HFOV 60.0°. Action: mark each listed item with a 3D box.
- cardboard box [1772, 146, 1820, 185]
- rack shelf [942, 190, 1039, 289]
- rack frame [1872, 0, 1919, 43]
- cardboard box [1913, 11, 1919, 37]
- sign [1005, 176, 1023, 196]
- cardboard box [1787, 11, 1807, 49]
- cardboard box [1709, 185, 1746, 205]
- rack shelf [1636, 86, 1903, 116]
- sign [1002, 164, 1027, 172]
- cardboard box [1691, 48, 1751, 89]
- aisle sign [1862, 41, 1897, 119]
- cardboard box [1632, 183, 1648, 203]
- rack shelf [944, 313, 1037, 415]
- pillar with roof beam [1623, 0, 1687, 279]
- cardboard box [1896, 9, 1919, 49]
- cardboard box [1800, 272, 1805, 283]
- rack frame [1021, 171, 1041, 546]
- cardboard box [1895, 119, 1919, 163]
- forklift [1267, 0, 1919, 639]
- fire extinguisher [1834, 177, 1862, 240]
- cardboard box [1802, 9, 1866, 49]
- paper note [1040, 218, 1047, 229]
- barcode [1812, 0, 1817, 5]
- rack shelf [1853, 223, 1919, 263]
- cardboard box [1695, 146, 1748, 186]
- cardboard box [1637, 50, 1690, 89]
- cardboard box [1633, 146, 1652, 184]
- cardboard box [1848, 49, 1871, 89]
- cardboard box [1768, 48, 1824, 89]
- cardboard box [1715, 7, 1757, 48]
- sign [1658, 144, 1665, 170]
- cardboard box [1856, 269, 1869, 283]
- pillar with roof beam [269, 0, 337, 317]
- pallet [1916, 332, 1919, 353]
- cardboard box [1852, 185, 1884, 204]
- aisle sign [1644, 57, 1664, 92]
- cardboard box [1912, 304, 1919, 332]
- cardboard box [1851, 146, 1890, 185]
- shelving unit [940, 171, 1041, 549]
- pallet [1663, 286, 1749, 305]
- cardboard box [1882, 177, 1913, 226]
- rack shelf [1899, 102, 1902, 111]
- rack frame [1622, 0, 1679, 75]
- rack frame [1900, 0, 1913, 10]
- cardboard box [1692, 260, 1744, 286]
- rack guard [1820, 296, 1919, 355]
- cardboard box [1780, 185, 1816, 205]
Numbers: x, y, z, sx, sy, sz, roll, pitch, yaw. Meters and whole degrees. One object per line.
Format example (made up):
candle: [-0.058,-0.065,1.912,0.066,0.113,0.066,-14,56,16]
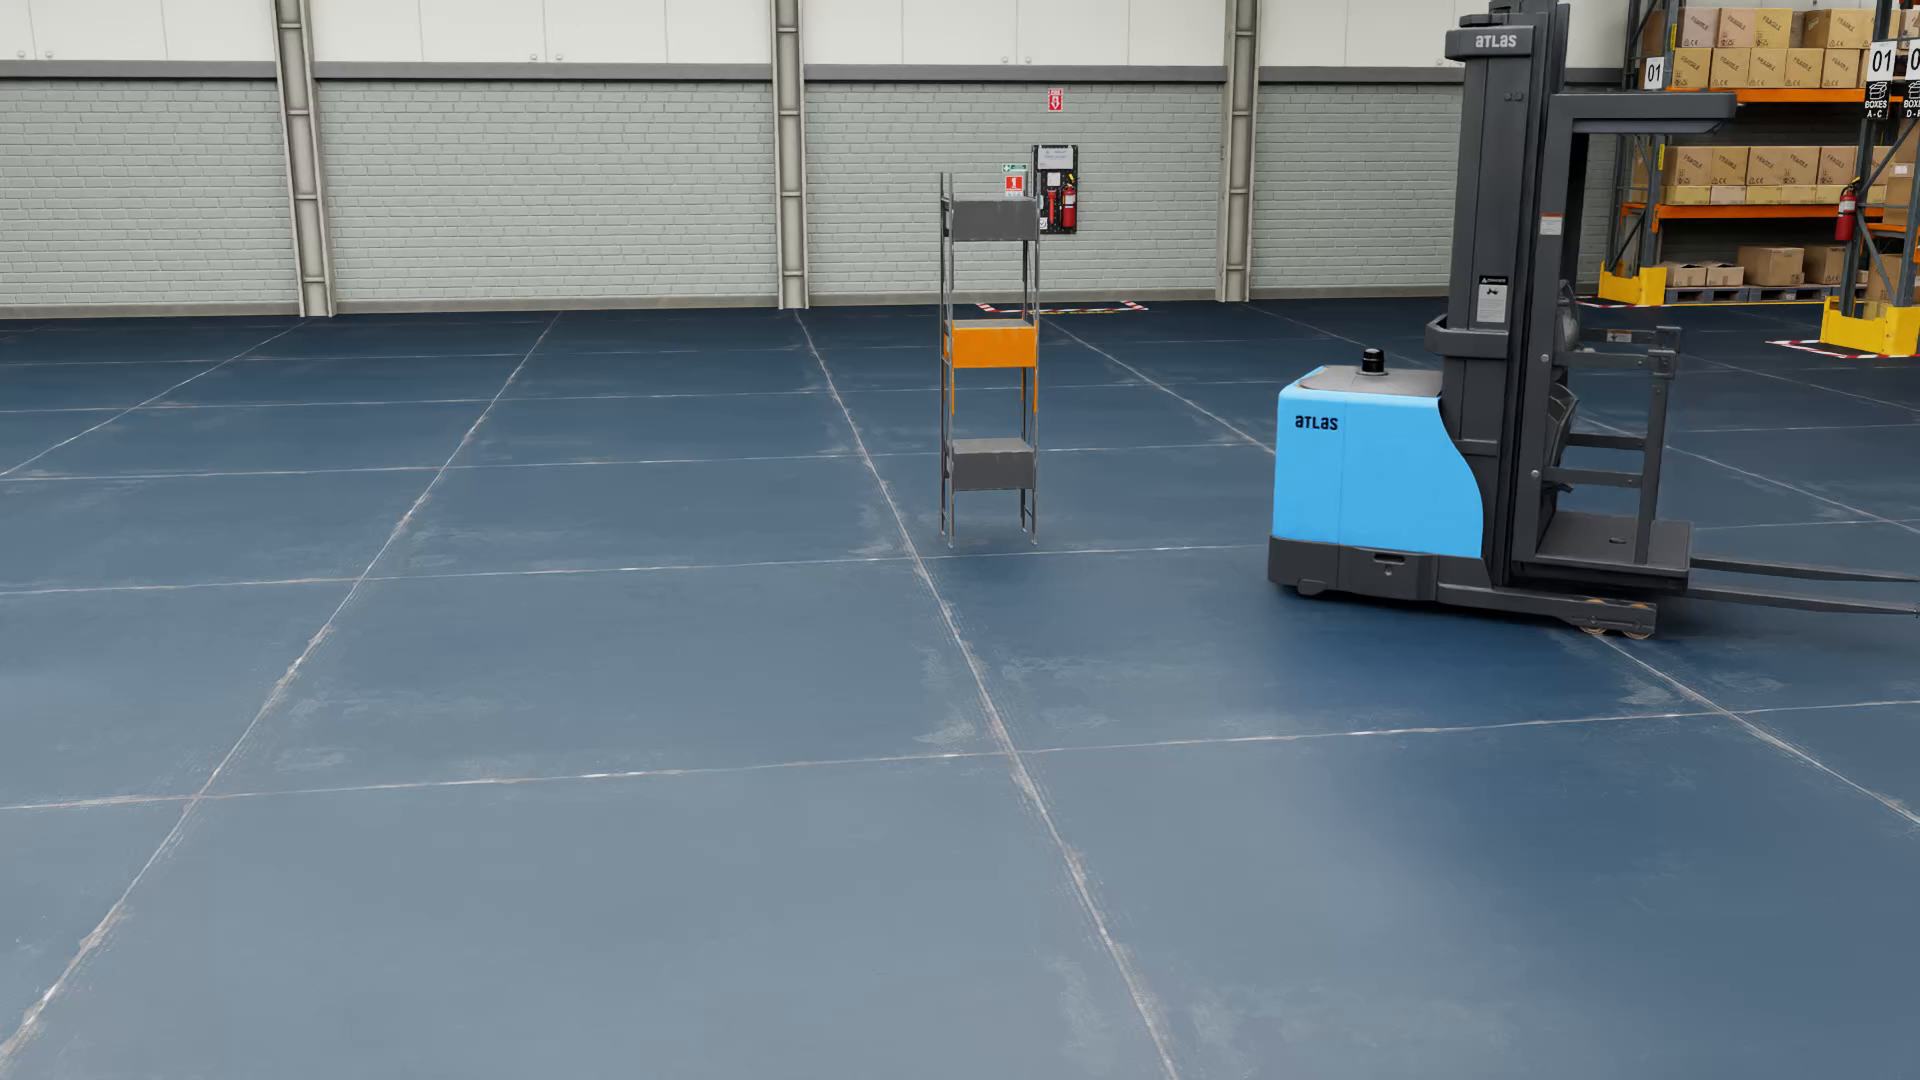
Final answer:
cardboard box: [11.130,-5.028,22.328,0.500,0.500,0.500,-2,14,-7]
rack shelf: [0.164,-1.690,9.323,0.480,0.518,0.431,-2,14,-8]
rack frame: [9.844,-6.446,16.926,0.127,3.000,1.000,-2,14,-8]
cardboard box: [10.413,-5.333,17.289,0.637,0.503,0.797,-1,14,-4]
sign: [0.721,-4.685,22.164,0.234,0.329,0.001,-2,14,-8]
cardboard box: [11.017,-6.856,22.423,0.500,0.500,0.500,-2,14,-8]
cardboard box: [10.143,-4.628,22.277,0.500,0.250,0.500,-3,14,-10]
rack shelf: [11.080,-5.906,22.418,4.000,0.370,1.077,-2,14,-8]
sign: [0.727,-4.940,22.092,0.331,0.109,0.001,-2,14,-8]
cardboard box: [10.007,-6.204,21.879,0.500,0.500,0.500,-1,14,-5]
aisle sign: [9.735,-4.865,17.612,0.004,0.787,0.394,-2,14,-8]
cardboard box: [9.536,-4.728,22.676,0.500,0.250,0.500,-2,14,-7]
rack shelf: [0.164,-1.011,9.494,0.480,0.518,0.431,-2,14,-8]
pillar with roof beam: [10.307,-6.835,18.478,0.400,9.000,9.100,-2,14,-8]
cardboard box: [12.603,-6.787,22.151,0.500,0.500,0.500,-3,14,-13]
cardboard box: [11.473,-3.650,23.066,0.250,0.149,0.380,-3,14,-13]
rack frame: [0.405,-1.033,9.526,0.015,2.100,0.400,-2,14,-8]
cardboard box: [10.360,-4.230,17.548,0.500,0.500,0.700,-2,14,-8]
forklift: [3.156,-1.100,8.082,3.031,2.935,1.130,6,15,23]
fire extinguisher: [9.658,-3.606,18.093,0.183,0.674,0.296,-2,14,-8]
cardboard box: [11.547,-6.743,21.976,0.500,0.500,0.500,-3,14,-10]
paper note: [1.098,-4.246,22.297,0.142,0.148,0.016,-2,14,-8]
barcode: [11.619,-7.302,22.600,0.075,0.075,0.001,-2,14,-8]
rack shelf: [11.822,-3.260,18.032,4.000,0.370,1.077,-2,14,-8]
cardboard box: [10.109,-4.989,22.173,0.500,0.500,0.500,-2,14,-8]
cardboard box: [9.477,-6.317,22.330,0.500,0.500,0.500,-1,14,-4]
cardboard box: [9.537,-5.096,22.603,0.500,0.500,0.500,-2,14,-9]
cardboard box: [12.093,-6.293,22.234,0.500,0.500,0.500,-3,14,-13]
cardboard box: [11.046,-6.248,22.055,0.500,0.500,0.500,-1,14,-5]
cardboard box: [10.023,-6.687,21.752,0.500,0.500,0.500,-2,14,-9]
sign: [9.183,-5.017,21.781,0.005,0.325,0.100,-2,14,-8]
cardboard box: [12.533,-3.685,23.169,0.250,0.166,0.380,-4,15,-16]
pillar with roof beam: [-7.492,-6.183,15.877,0.400,9.000,9.100,-2,14,-8]
pallet: [10.594,-2.221,18.145,1.213,0.211,1.003,-2,14,-8]
cardboard box: [12.140,-4.703,22.577,0.500,0.250,0.500,-2,14,-8]
aisle sign: [9.076,-5.914,21.792,0.004,0.787,0.394,-2,14,-8]
cardboard box: [10.407,-2.372,17.803,0.500,0.250,0.500,-2,14,-8]
cardboard box: [12.143,-5.062,22.466,0.500,0.500,0.500,-2,14,-9]
shelving unit: [0.164,-1.024,9.490,0.503,2.100,0.431,-2,14,-8]
pallet: [9.986,-3.399,22.840,1.213,0.211,1.003,-2,14,-8]
cardboard box: [10.307,-3.598,17.699,0.500,0.500,0.700,-2,14,-8]
rack shelf: [15.035,-6.051,22.996,4.000,0.370,1.077,-2,14,-8]
rack frame: [9.102,-7.637,21.677,0.127,3.000,1.000,-2,14,-8]
rack frame: [13.058,-7.782,22.255,0.127,3.000,1.000,-2,14,-8]
cardboard box: [10.364,-3.661,22.776,0.500,0.311,0.500,-1,14,-4]
rack guard: [9.820,-2.323,17.956,0.348,0.500,1.175,-2,14,-8]
cardboard box: [11.148,-4.663,22.416,0.500,0.250,0.500,-2,14,-8]
